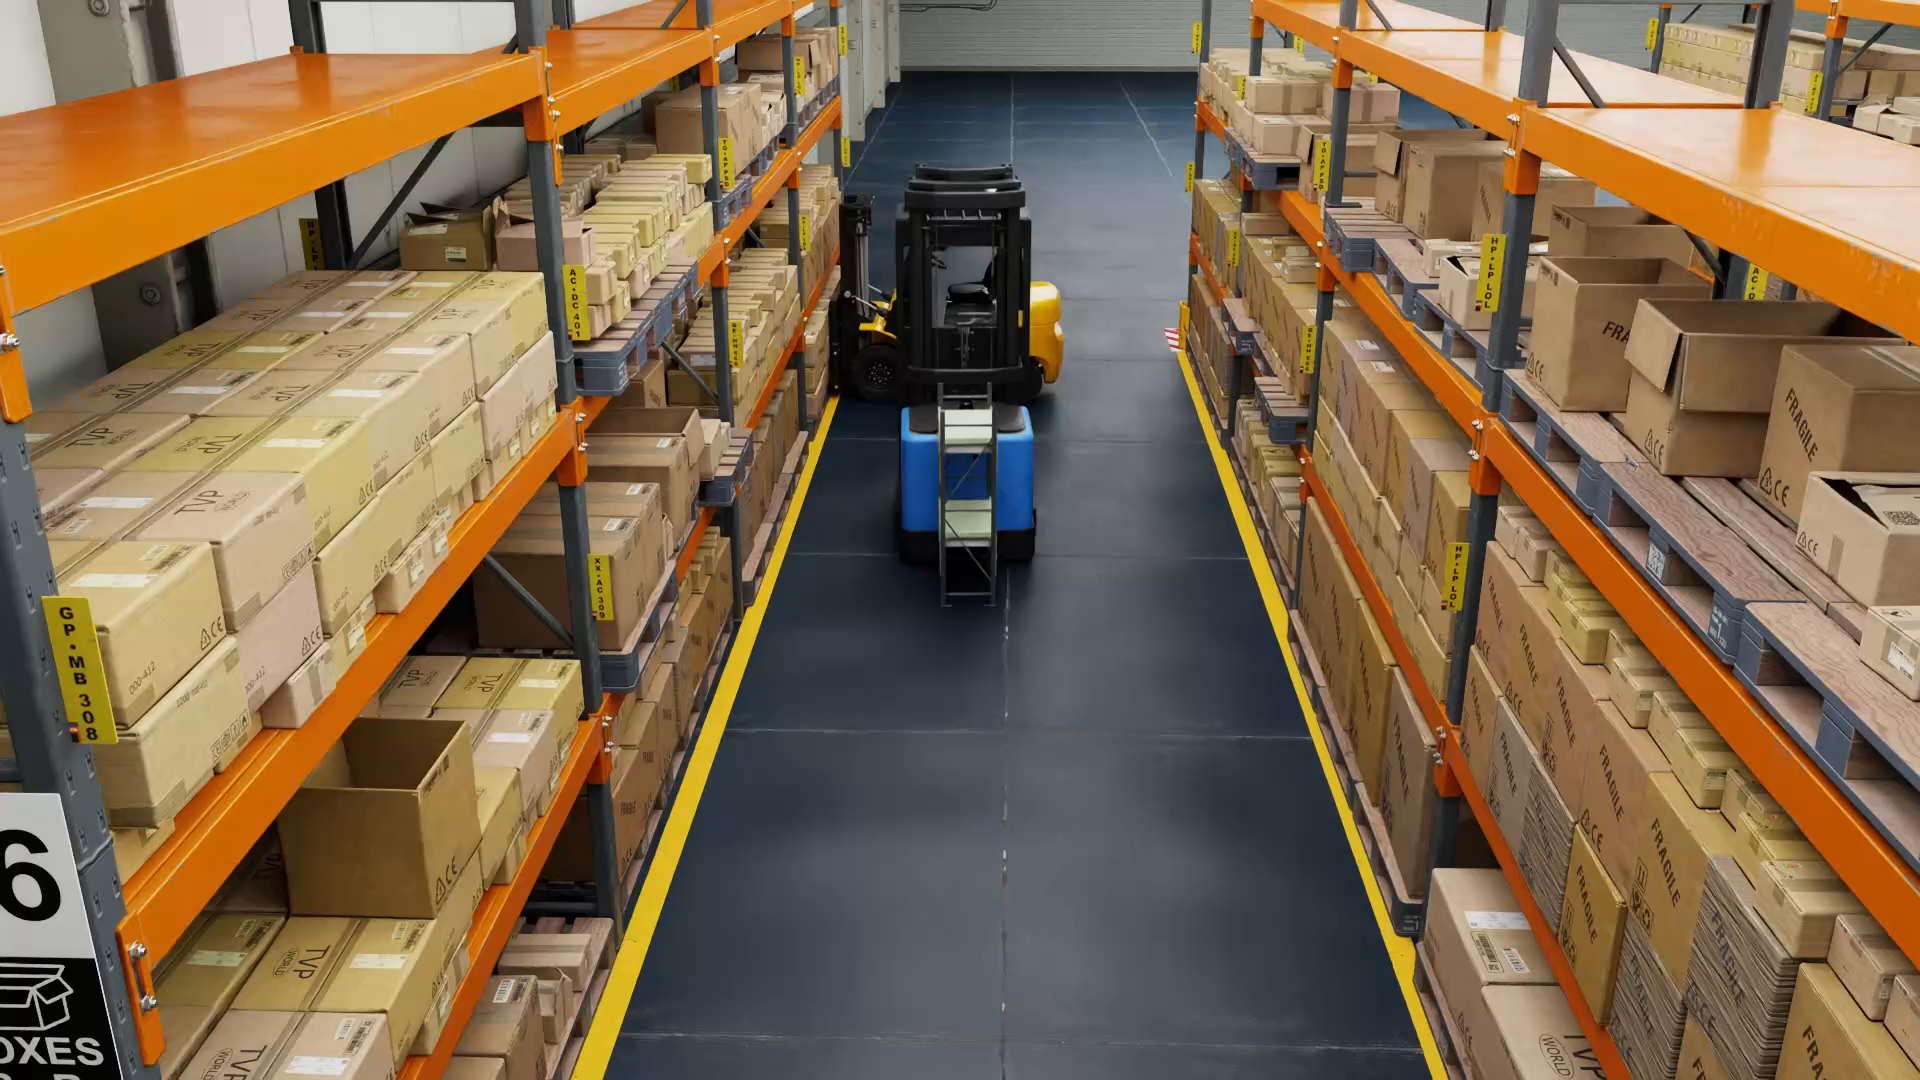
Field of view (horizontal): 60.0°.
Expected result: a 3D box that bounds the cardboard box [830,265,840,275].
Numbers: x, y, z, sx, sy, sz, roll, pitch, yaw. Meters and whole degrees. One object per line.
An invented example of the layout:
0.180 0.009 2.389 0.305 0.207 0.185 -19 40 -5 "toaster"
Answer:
-1.531 -2.931 18.774 0.500 0.250 0.500 1 21 3 "cardboard box"

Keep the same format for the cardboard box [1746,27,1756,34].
8.396 -5.236 17.257 0.380 0.149 0.250 1 21 3 "cardboard box"

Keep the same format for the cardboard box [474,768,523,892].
-1.994 1.098 6.349 0.500 0.250 0.500 0 21 1 "cardboard box"

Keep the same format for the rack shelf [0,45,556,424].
-2.255 -1.119 4.971 1.077 0.370 4.000 1 21 2 "rack shelf"

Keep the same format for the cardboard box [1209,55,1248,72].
2.775 -4.923 17.169 0.380 0.149 0.250 1 21 1 "cardboard box"

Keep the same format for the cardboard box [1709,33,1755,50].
7.715 -4.968 16.566 0.380 0.149 0.250 0 21 1 "cardboard box"

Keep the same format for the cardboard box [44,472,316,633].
-2.017 0.023 4.282 0.500 0.250 0.500 0 21 1 "cardboard box"

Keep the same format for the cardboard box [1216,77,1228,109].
2.800 -4.402 16.376 0.500 0.250 0.500 1 21 3 "cardboard box"

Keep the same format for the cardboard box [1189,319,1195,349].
2.832 -2.293 18.512 0.500 0.250 0.500 0 21 1 "cardboard box"

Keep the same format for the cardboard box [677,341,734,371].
-1.768 -1.289 11.670 0.380 0.149 0.250 1 21 3 "cardboard box"

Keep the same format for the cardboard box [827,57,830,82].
-1.558 -4.904 17.342 0.396 0.266 0.258 1 21 2 "cardboard box"

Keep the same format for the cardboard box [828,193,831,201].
-1.606 -3.755 18.026 0.380 0.149 0.250 1 21 3 "cardboard box"

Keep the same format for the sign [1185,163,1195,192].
2.590 -4.077 18.693 0.100 0.325 0.005 1 21 2 "sign"

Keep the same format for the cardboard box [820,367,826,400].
-1.605 -1.543 16.580 0.500 0.250 0.500 0 21 0 "cardboard box"

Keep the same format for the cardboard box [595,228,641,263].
-1.778 -1.429 8.136 0.380 0.149 0.250 0 21 1 "cardboard box"

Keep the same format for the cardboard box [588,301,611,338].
-1.787 -1.009 7.465 0.380 0.149 0.250 1 21 2 "cardboard box"

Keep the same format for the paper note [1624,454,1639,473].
2.128 -0.244 5.279 0.006 0.032 0.123 1 21 2 "paper note"

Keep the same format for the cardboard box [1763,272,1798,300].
7.961 -2.407 15.377 0.875 0.550 0.550 1 21 2 "cardboard box"

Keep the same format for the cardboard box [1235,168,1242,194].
3.312 -3.949 17.628 0.700 0.500 0.500 1 21 2 "cardboard box"

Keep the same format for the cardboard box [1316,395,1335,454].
2.627 -0.758 10.851 0.500 0.250 0.500 0 21 1 "cardboard box"

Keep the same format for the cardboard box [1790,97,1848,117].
7.653 -3.862 14.818 0.380 0.149 0.250 1 21 1 "cardboard box"

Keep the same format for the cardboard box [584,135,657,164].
-2.306 -2.664 11.589 0.500 0.250 0.500 1 21 2 "cardboard box"

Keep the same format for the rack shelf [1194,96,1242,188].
3.072 -4.007 16.558 1.077 0.370 4.000 1 21 2 "rack shelf"

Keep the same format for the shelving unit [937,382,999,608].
0.050 -0.339 12.328 0.431 1.500 0.755 -1 21 -2 "shelving unit"

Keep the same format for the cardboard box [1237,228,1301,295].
2.710 -2.436 14.530 0.500 0.500 0.500 1 21 3 "cardboard box"

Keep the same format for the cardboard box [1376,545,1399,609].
2.580 0.210 9.048 0.500 0.250 0.500 0 21 0 "cardboard box"

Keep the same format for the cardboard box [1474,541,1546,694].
2.511 0.328 7.016 0.500 0.500 0.500 1 21 2 "cardboard box"

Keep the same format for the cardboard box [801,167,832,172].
-1.605 -3.987 18.212 0.380 0.149 0.250 1 21 2 "cardboard box"

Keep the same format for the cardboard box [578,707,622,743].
-1.957 0.925 8.564 0.380 0.149 0.250 0 21 -1 "cardboard box"

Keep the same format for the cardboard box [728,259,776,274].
-1.789 -2.316 14.316 0.380 0.149 0.250 1 21 2 "cardboard box"

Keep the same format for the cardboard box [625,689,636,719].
-1.995 0.865 9.130 0.380 0.149 0.250 0 21 1 "cardboard box"

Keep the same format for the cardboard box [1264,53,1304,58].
3.382 -5.010 17.392 0.380 0.149 0.250 0 21 1 "cardboard box"

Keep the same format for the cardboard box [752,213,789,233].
-1.744 -2.970 15.590 0.380 0.149 0.250 1 21 2 "cardboard box"

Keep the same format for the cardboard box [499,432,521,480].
-1.937 -0.344 6.471 0.380 0.149 0.250 1 21 3 "cardboard box"

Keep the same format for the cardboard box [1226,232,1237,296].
2.776 -2.570 15.456 0.500 0.500 0.500 0 21 0 "cardboard box"

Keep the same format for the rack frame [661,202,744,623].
-2.072 -0.828 11.517 1.000 3.000 0.127 1 21 2 "rack frame"

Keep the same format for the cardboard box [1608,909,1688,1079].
2.432 1.526 5.310 0.500 0.500 0.500 1 21 3 "cardboard box"

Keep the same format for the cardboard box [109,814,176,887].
-2.073 0.670 3.855 0.380 0.149 0.250 1 21 3 "cardboard box"

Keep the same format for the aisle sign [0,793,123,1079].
-2.024 0.880 3.520 0.394 0.787 0.004 1 21 2 "aisle sign"

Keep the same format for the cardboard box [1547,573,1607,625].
2.472 0.242 6.340 0.380 0.149 0.250 0 21 1 "cardboard box"

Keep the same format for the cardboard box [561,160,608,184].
-2.397 -2.260 10.304 0.380 0.149 0.250 1 21 2 "cardboard box"

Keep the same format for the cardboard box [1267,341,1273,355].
2.632 -1.536 13.107 0.380 0.149 0.250 0 21 0 "cardboard box"

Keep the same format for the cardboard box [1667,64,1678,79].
7.746 -4.961 17.649 0.380 0.149 0.250 1 21 2 "cardboard box"

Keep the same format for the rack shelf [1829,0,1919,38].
7.901 -3.755 12.314 1.077 0.370 4.000 1 21 2 "rack shelf"

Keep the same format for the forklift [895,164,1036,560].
0.019 -1.694 13.843 1.130 2.935 3.031 -1 21 -2 "forklift"

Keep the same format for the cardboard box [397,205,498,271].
-2.253 -1.349 7.356 0.396 0.266 0.258 0 21 1 "cardboard box"

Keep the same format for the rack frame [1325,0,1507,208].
2.889 -3.572 10.294 1.000 3.000 0.127 1 21 2 "rack frame"

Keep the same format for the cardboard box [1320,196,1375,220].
2.688 -2.262 11.413 0.380 0.149 0.250 1 21 2 "cardboard box"

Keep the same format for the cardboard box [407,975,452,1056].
-1.942 1.600 5.605 0.380 0.149 0.250 0 21 0 "cardboard box"

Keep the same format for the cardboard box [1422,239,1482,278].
2.675 -1.499 8.842 0.380 0.166 0.250 2 21 6 "cardboard box"

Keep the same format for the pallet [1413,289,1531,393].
2.746 -0.970 8.000 0.805 0.209 1.217 0 21 -1 "pallet"

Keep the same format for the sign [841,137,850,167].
-1.287 -4.360 18.691 0.100 0.325 0.005 1 21 2 "sign"

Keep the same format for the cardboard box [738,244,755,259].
-2.207 -2.486 15.652 0.500 0.500 0.500 1 21 1 "cardboard box"

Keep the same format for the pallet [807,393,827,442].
-1.884 -1.262 16.488 1.003 0.211 1.213 1 21 2 "pallet"

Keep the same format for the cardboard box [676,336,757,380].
-1.798 -1.330 12.326 0.500 0.250 0.500 1 21 3 "cardboard box"

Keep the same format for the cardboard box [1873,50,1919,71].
8.313 -4.226 14.655 0.380 0.149 0.250 1 21 2 "cardboard box"

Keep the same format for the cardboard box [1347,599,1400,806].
2.726 0.914 9.382 0.875 0.875 0.875 1 21 3 "cardboard box"

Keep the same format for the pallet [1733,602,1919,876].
2.658 0.492 4.089 1.003 0.211 1.213 1 21 2 "pallet"

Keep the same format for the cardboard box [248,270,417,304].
-2.493 -0.906 6.676 0.500 0.250 0.500 0 21 1 "cardboard box"
